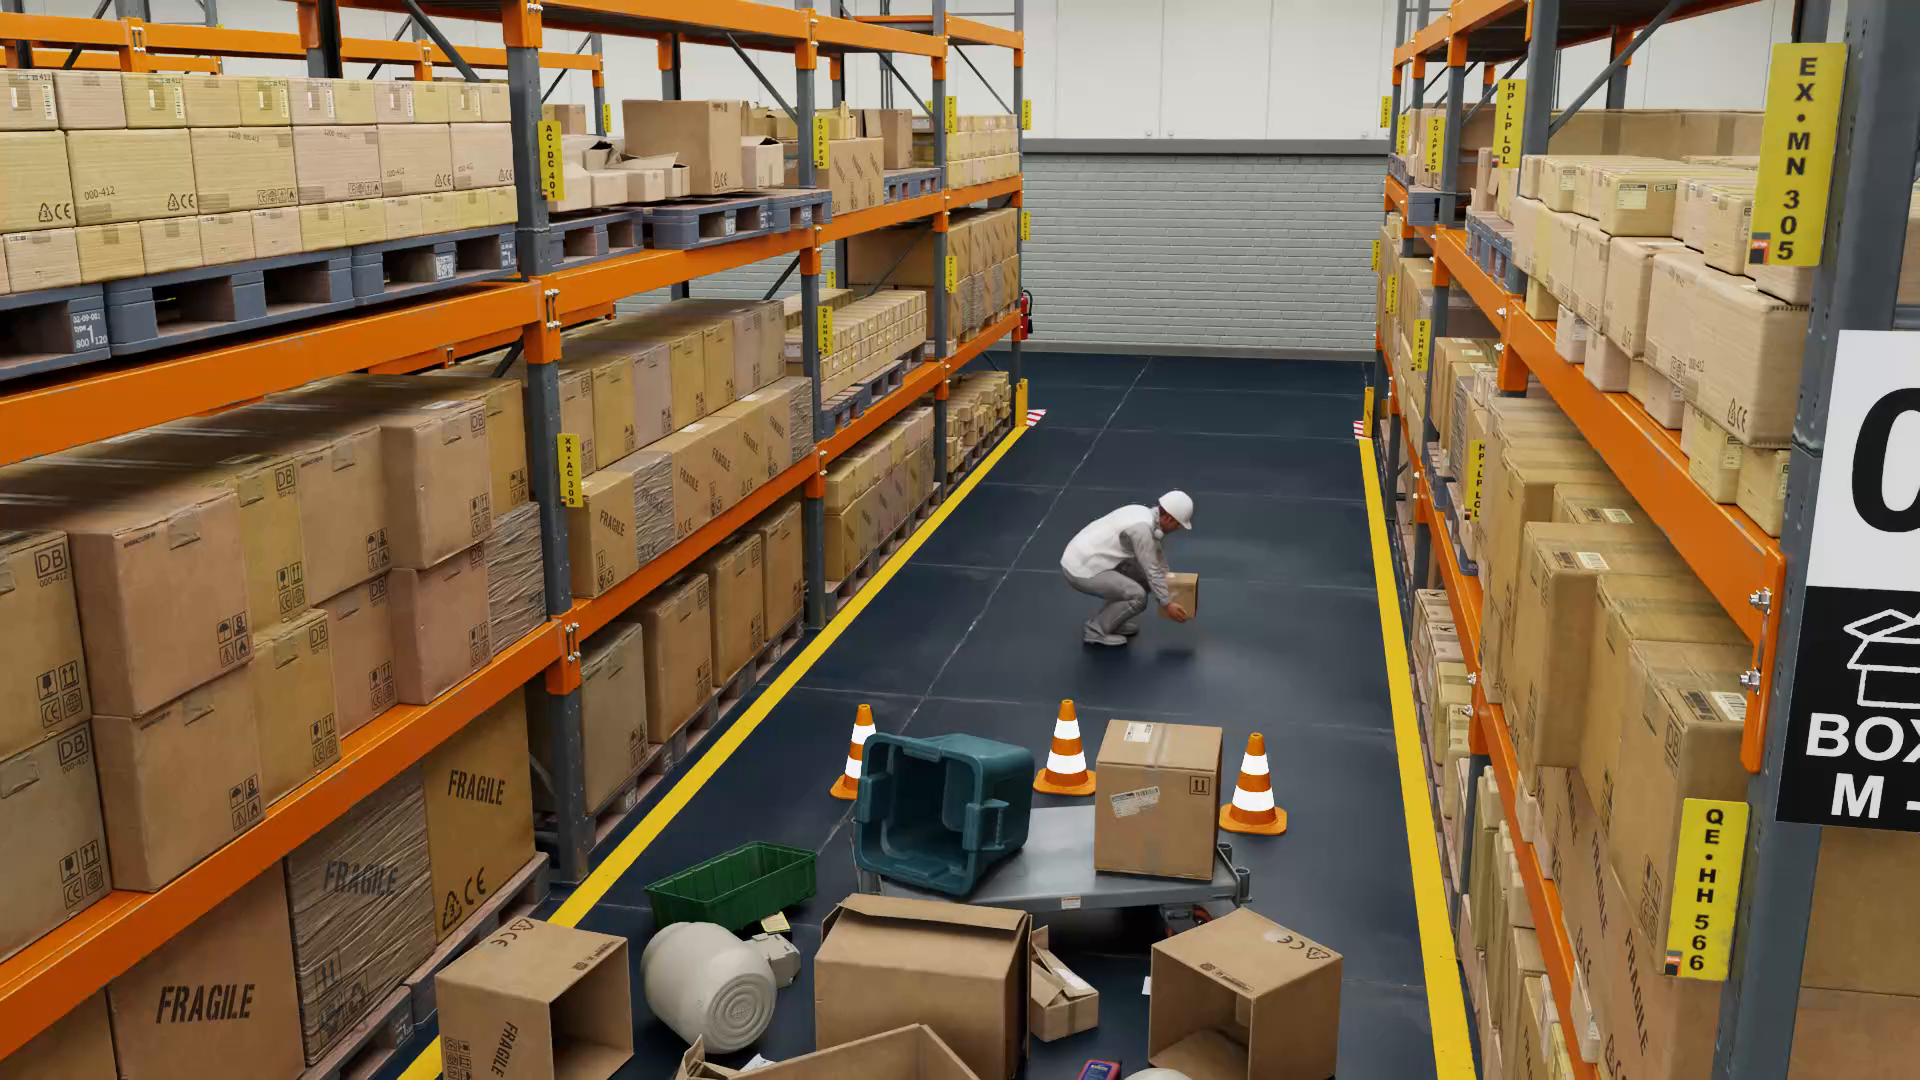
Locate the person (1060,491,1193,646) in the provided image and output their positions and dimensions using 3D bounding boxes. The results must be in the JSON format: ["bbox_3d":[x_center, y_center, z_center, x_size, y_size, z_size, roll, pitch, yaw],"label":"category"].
[{"bbox_3d":[1.129,0.168,11.283,0.870,1.039,0.546,3,15,11],"label":"person"}]
